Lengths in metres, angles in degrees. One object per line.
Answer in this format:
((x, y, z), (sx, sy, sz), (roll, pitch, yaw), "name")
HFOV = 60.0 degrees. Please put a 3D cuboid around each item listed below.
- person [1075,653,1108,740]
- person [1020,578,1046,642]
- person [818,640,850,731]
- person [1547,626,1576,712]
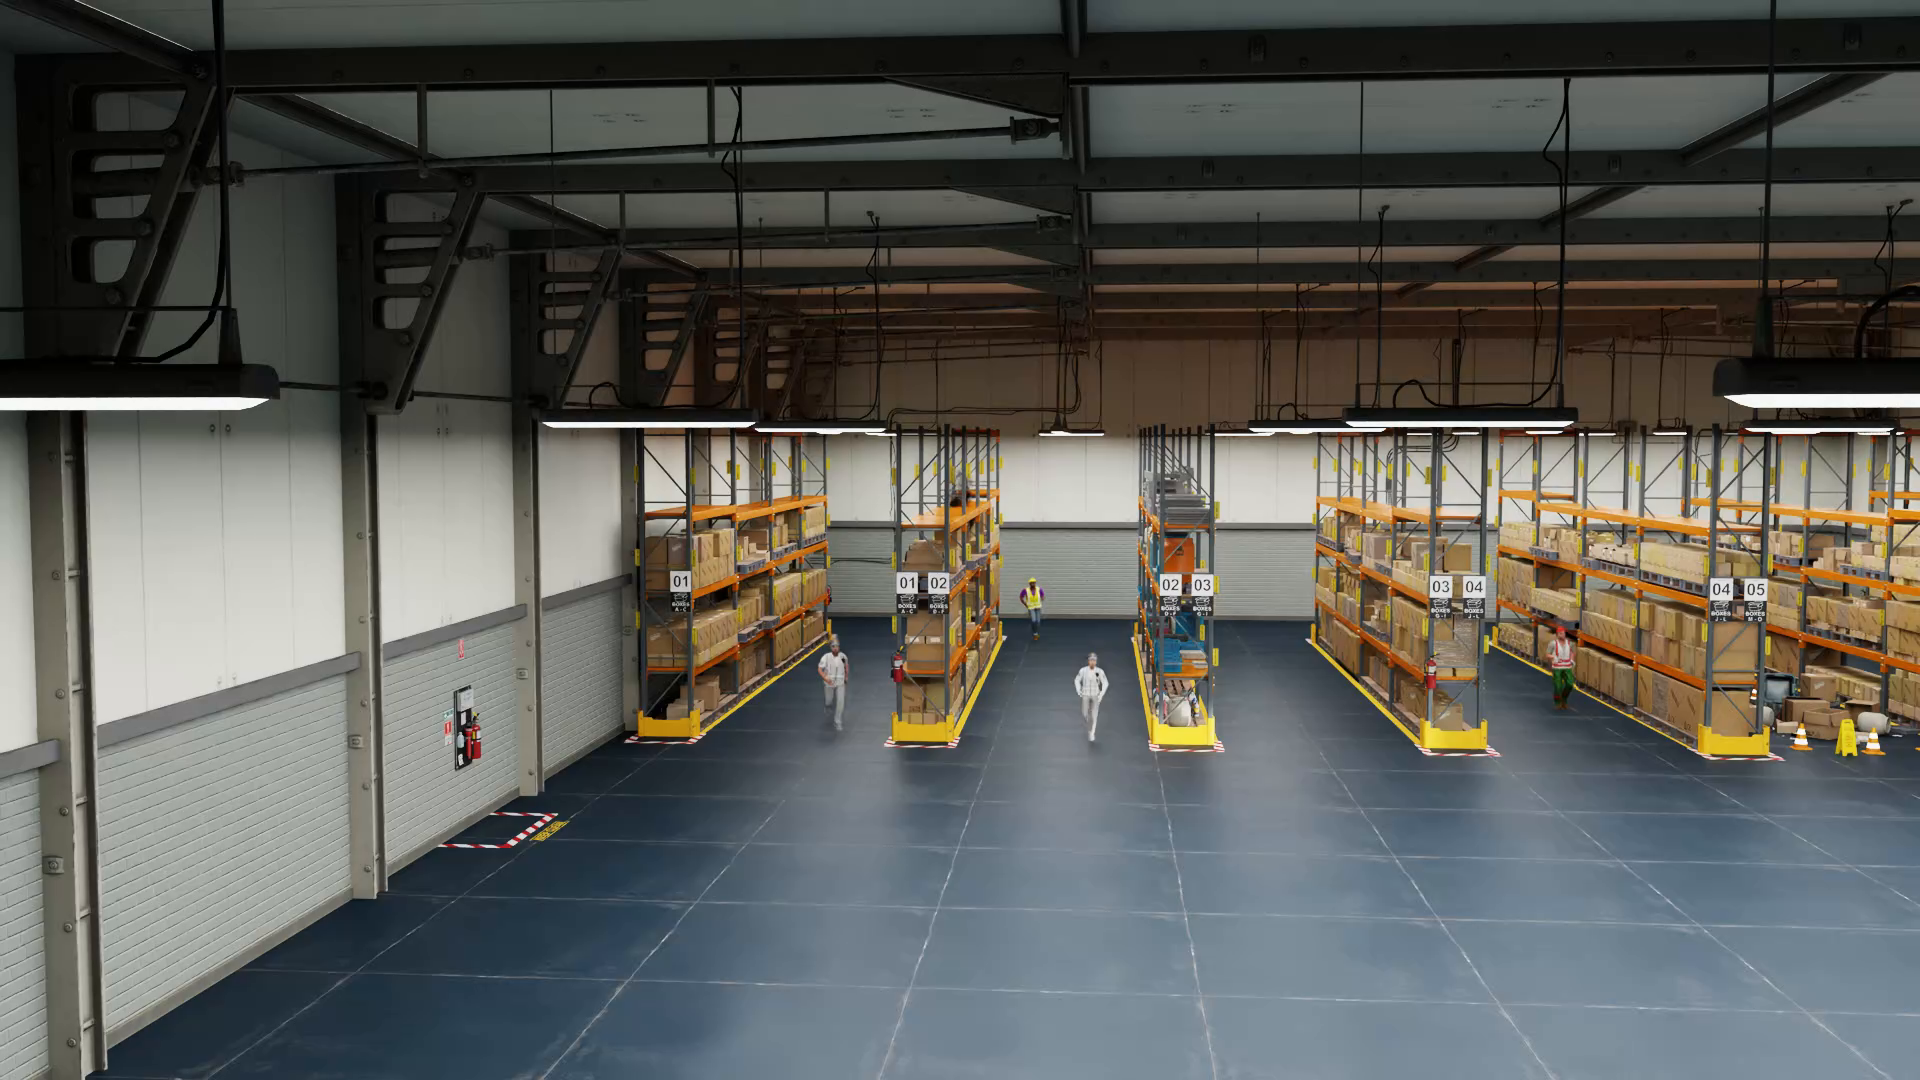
((2.480, 2.967, 31.562), (0.643, 1.643, 0.507), (1, 4, 10), "person")
((2.098, 1.983, 47.233), (0.693, 1.825, 0.743), (-1, 4, -13), "person")
((-2.490, 2.863, 33.064), (0.653, 1.772, 0.932), (-1, 4, -9), "person")
((12.651, 2.714, 34.860), (0.634, 1.792, 0.652), (0, 3, 4), "person")
